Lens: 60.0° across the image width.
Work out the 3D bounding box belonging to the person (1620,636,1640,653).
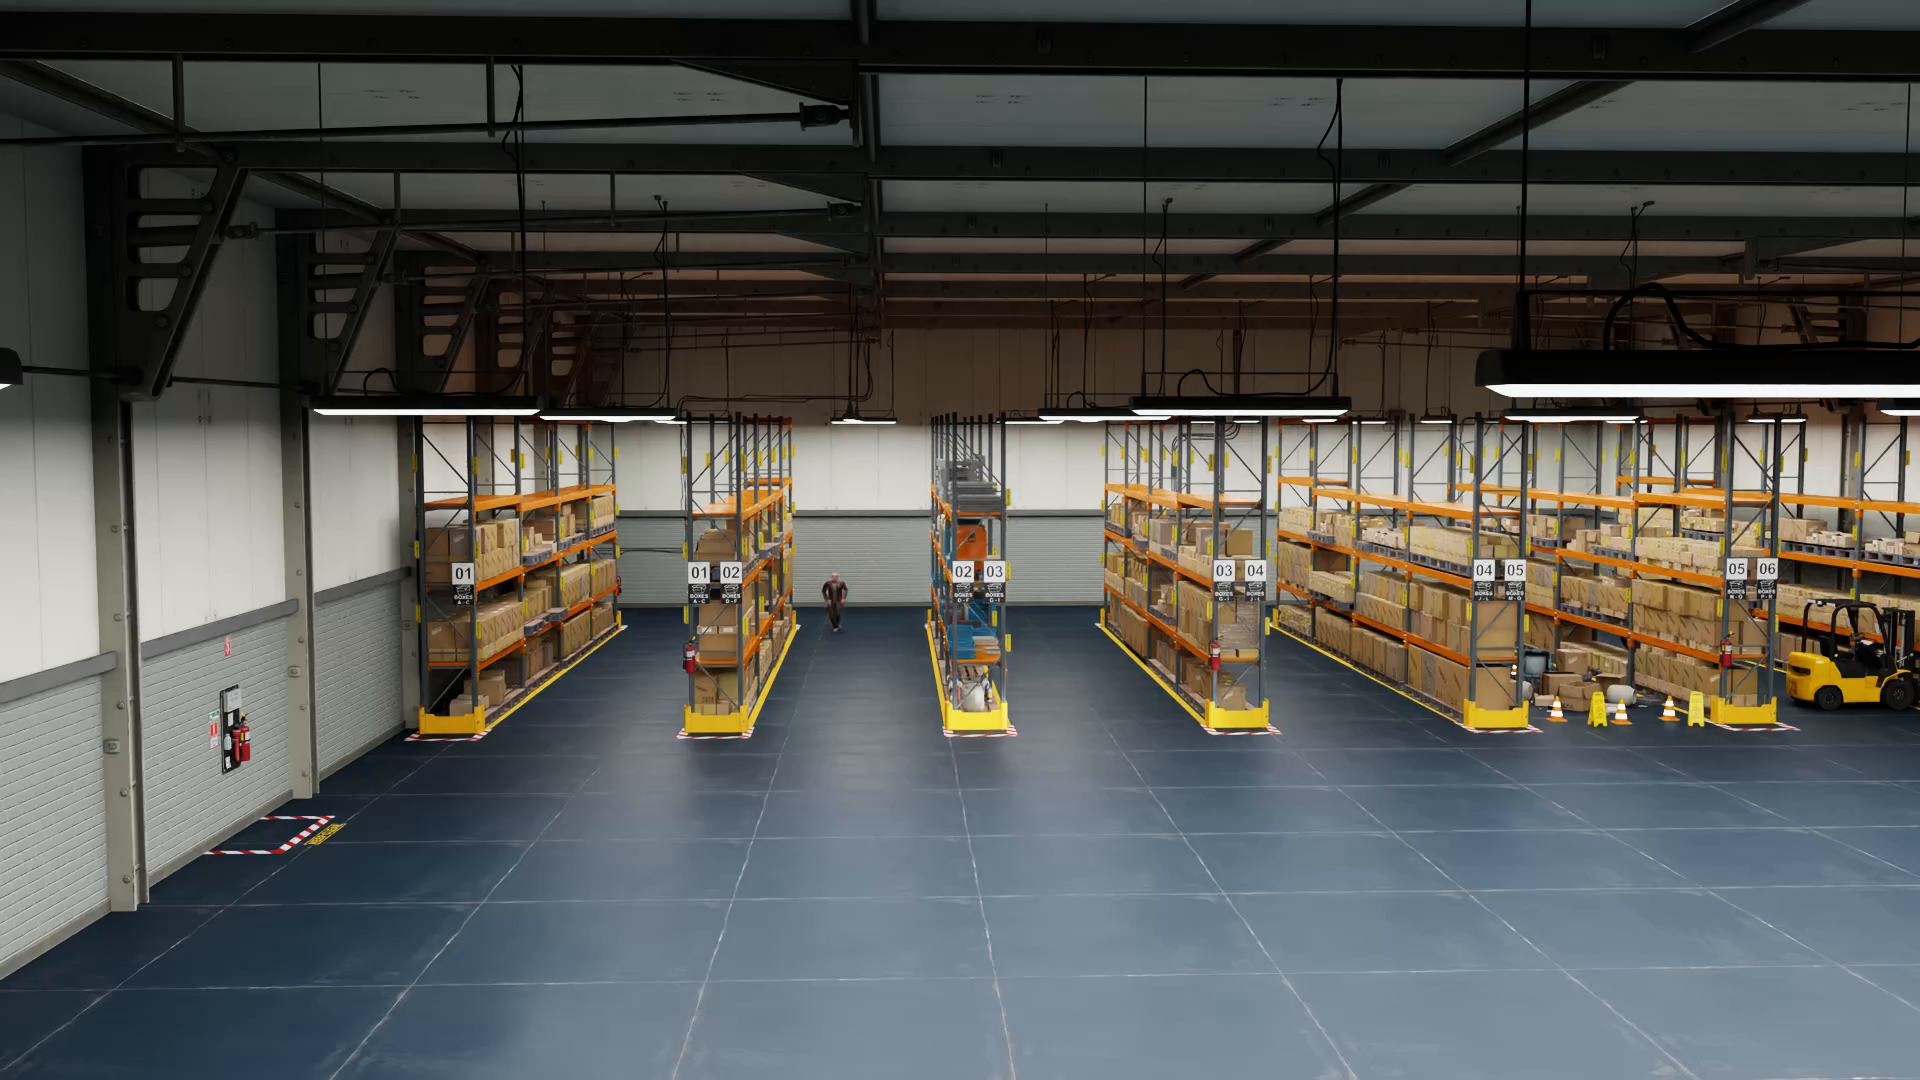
[{"bbox_3d":[16.730,2.098,41.340,0.504,1.672,0.454,-1,4,-19],"label":"person"}]

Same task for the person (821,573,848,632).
[{"bbox_3d":[-3.485,1.736,46.363,0.720,1.686,0.660,0,4,5],"label":"person"}]

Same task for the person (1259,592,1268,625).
[{"bbox_3d":[7.791,1.861,43.769,0.662,1.721,1.069,0,4,0],"label":"person"}]
